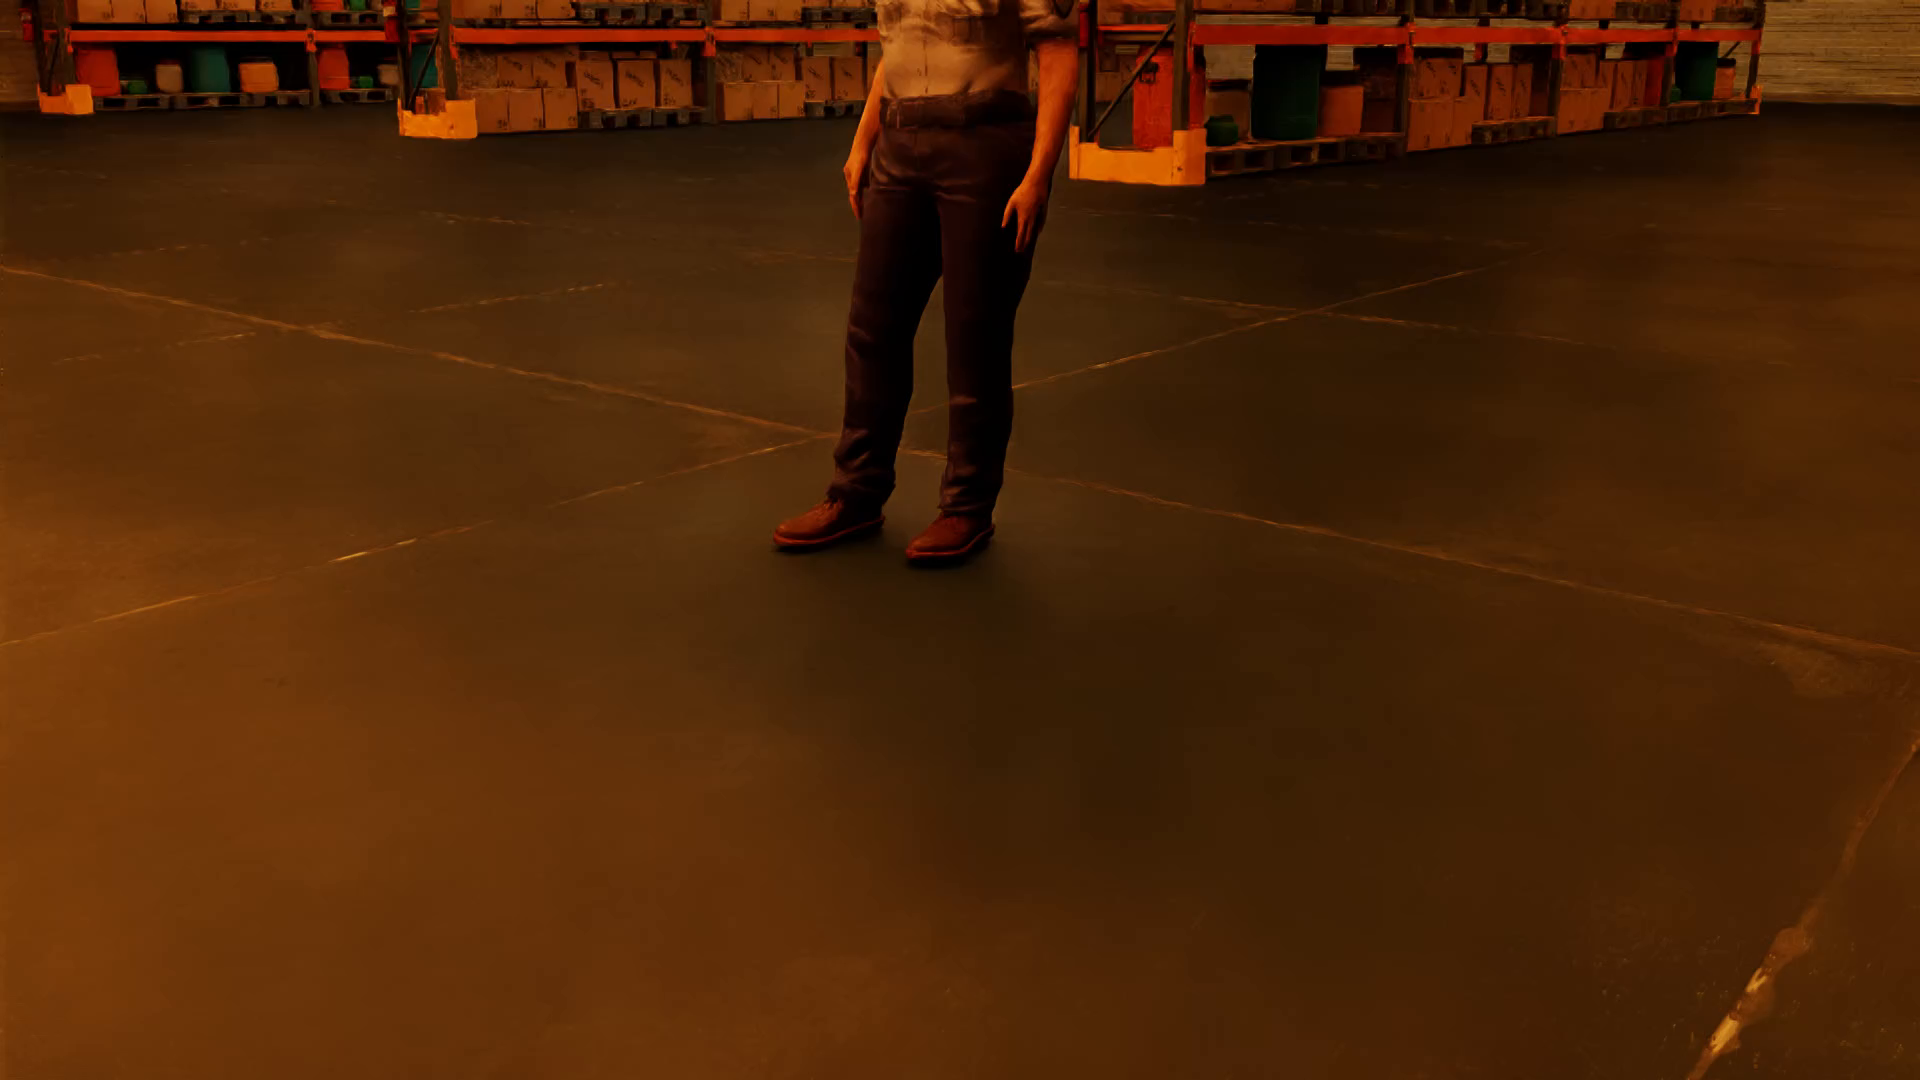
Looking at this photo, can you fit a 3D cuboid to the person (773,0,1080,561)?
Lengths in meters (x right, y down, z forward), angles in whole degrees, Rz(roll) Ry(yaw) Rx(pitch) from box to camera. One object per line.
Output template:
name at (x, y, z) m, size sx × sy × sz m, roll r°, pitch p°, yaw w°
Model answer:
person at (-0.075, -0.774, 3.649) m, size 0.599 × 1.640 × 0.501 m, roll 13°, pitch 21°, yaw 37°
